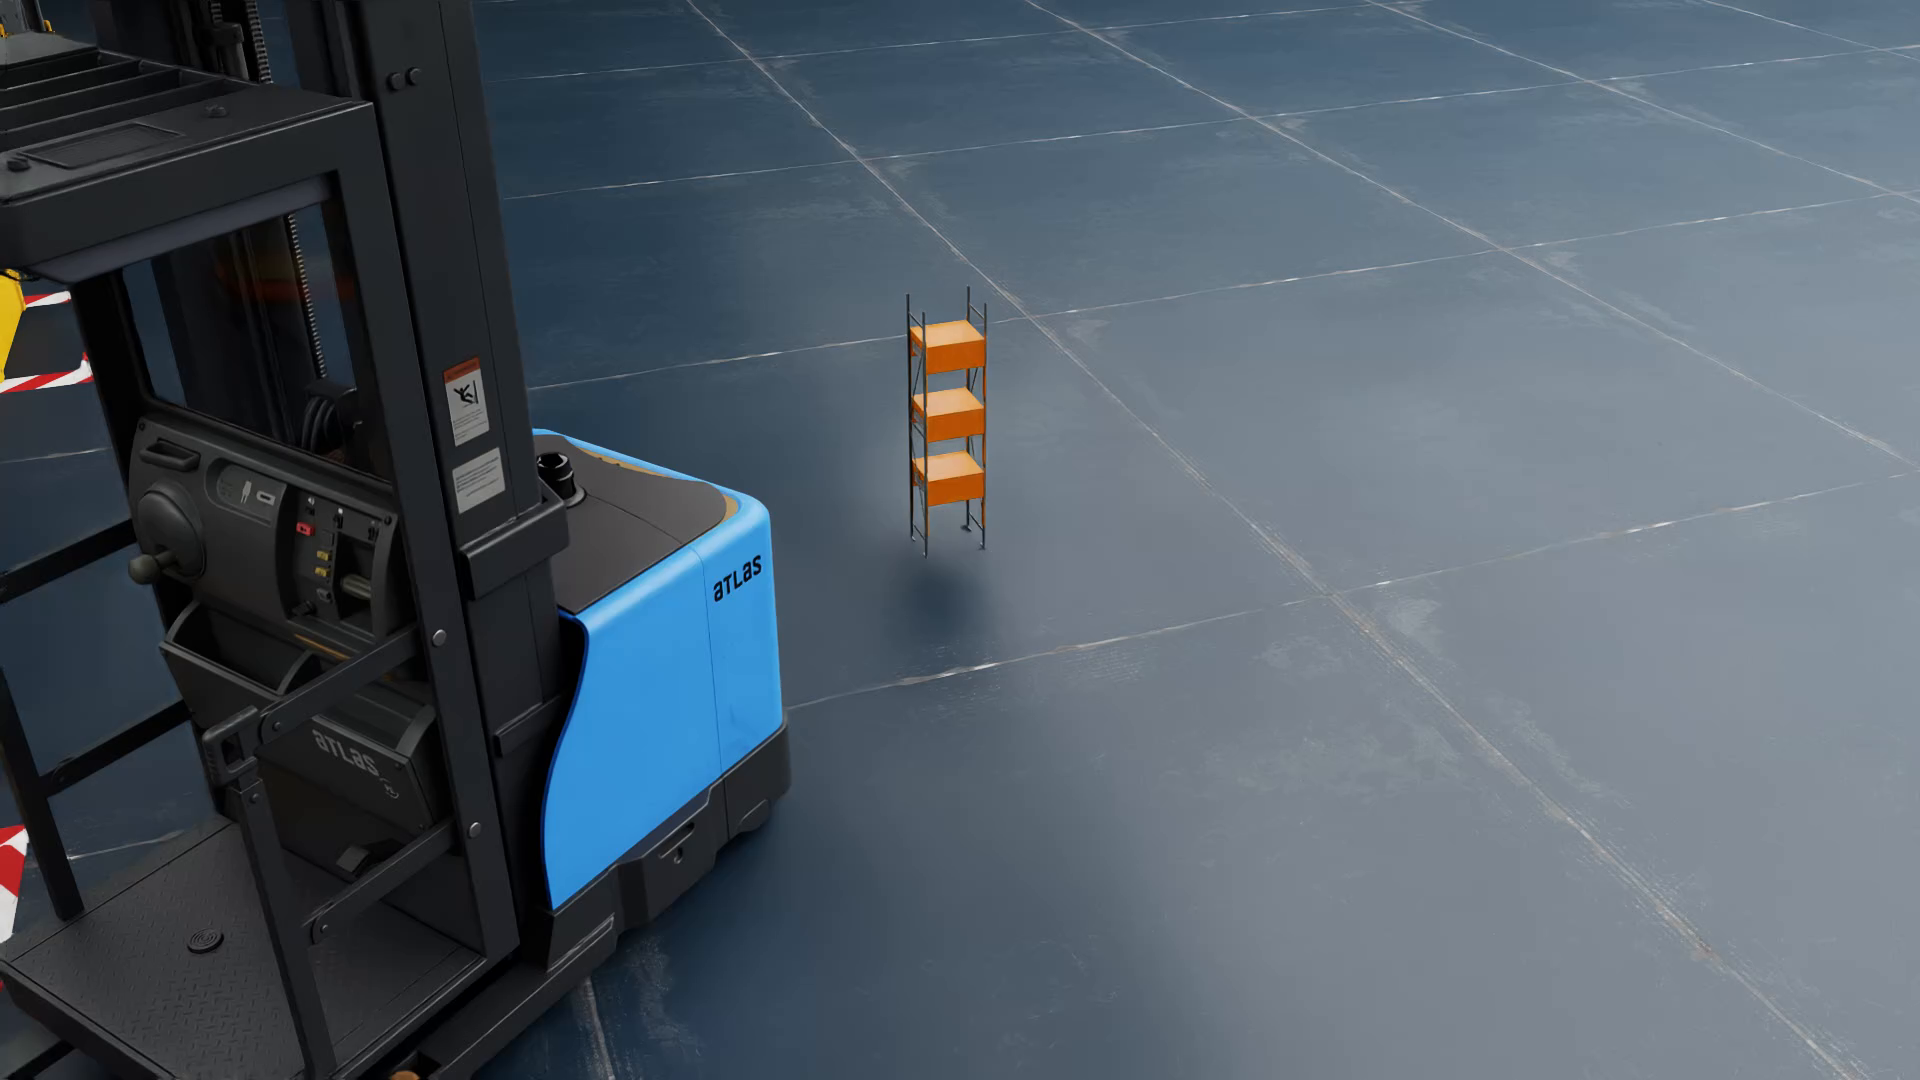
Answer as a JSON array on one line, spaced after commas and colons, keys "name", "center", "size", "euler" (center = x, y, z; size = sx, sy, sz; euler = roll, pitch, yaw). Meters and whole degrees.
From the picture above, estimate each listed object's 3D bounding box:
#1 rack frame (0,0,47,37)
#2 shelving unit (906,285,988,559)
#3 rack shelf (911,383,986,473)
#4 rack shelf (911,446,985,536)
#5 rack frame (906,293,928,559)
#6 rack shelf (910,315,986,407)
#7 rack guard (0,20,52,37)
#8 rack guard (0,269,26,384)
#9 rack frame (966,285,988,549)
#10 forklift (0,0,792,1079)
[{"name": "rack frame", "center": [-6.852, -4.562, 11.728], "size": [0.127, 3.000, 1.000], "euler": [-10, 31, -18]}, {"name": "shelving unit", "center": [-0.050, -0.447, 6.474], "size": [0.252, 1.050, 0.215], "euler": [-10, 31, -18]}, {"name": "rack shelf", "center": [-0.050, -0.438, 6.479], "size": [0.240, 0.259, 0.215], "euler": [-10, 31, -18]}, {"name": "rack shelf", "center": [-0.050, -0.196, 6.617], "size": [0.240, 0.259, 0.215], "euler": [-10, 31, -18]}, {"name": "rack frame", "center": [-0.165, -0.426, 6.437], "size": [0.008, 1.050, 0.200], "euler": [-10, 31, -18]}, {"name": "rack shelf", "center": [-0.050, -0.684, 6.339], "size": [0.240, 0.259, 0.215], "euler": [-10, 31, -18]}, {"name": "rack guard", "center": [-6.923, -3.463, 12.324], "size": [0.348, 0.500, 1.175], "euler": [-10, 31, -18]}, {"name": "rack guard", "center": [-5.008, -1.201, 8.353], "size": [0.348, 0.500, 1.175], "euler": [-10, 31, -18]}, {"name": "rack frame", "center": [0.064, -0.468, 6.511], "size": [0.008, 1.050, 0.200], "euler": [-10, 31, -18]}, {"name": "forklift", "center": [-1.751, 0.031, 3.735], "size": [1.130, 2.935, 3.031], "euler": [18, 34, 28]}]
